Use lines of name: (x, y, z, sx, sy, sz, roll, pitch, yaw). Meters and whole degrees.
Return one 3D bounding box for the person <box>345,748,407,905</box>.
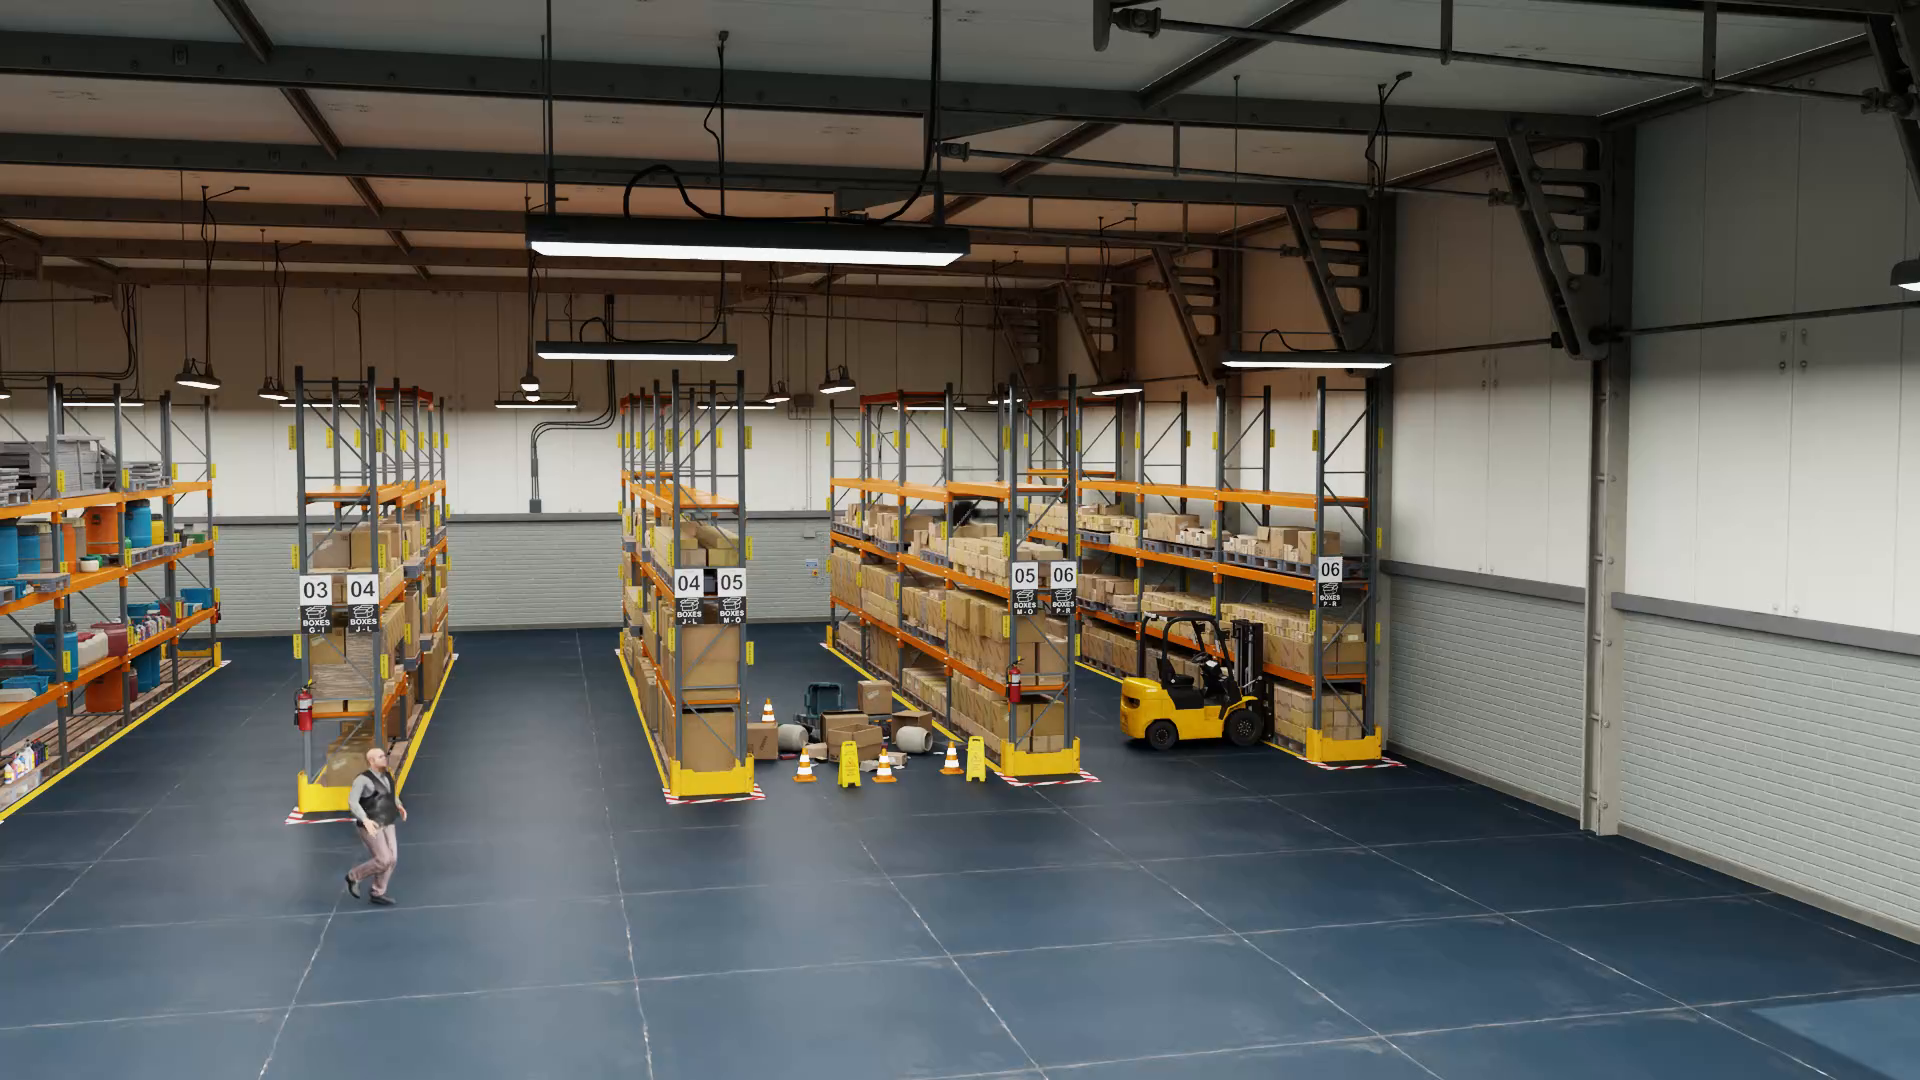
person: (-6.327, 3.090, 18.005, 0.569, 1.695, 0.678, 1, 4, 16)
